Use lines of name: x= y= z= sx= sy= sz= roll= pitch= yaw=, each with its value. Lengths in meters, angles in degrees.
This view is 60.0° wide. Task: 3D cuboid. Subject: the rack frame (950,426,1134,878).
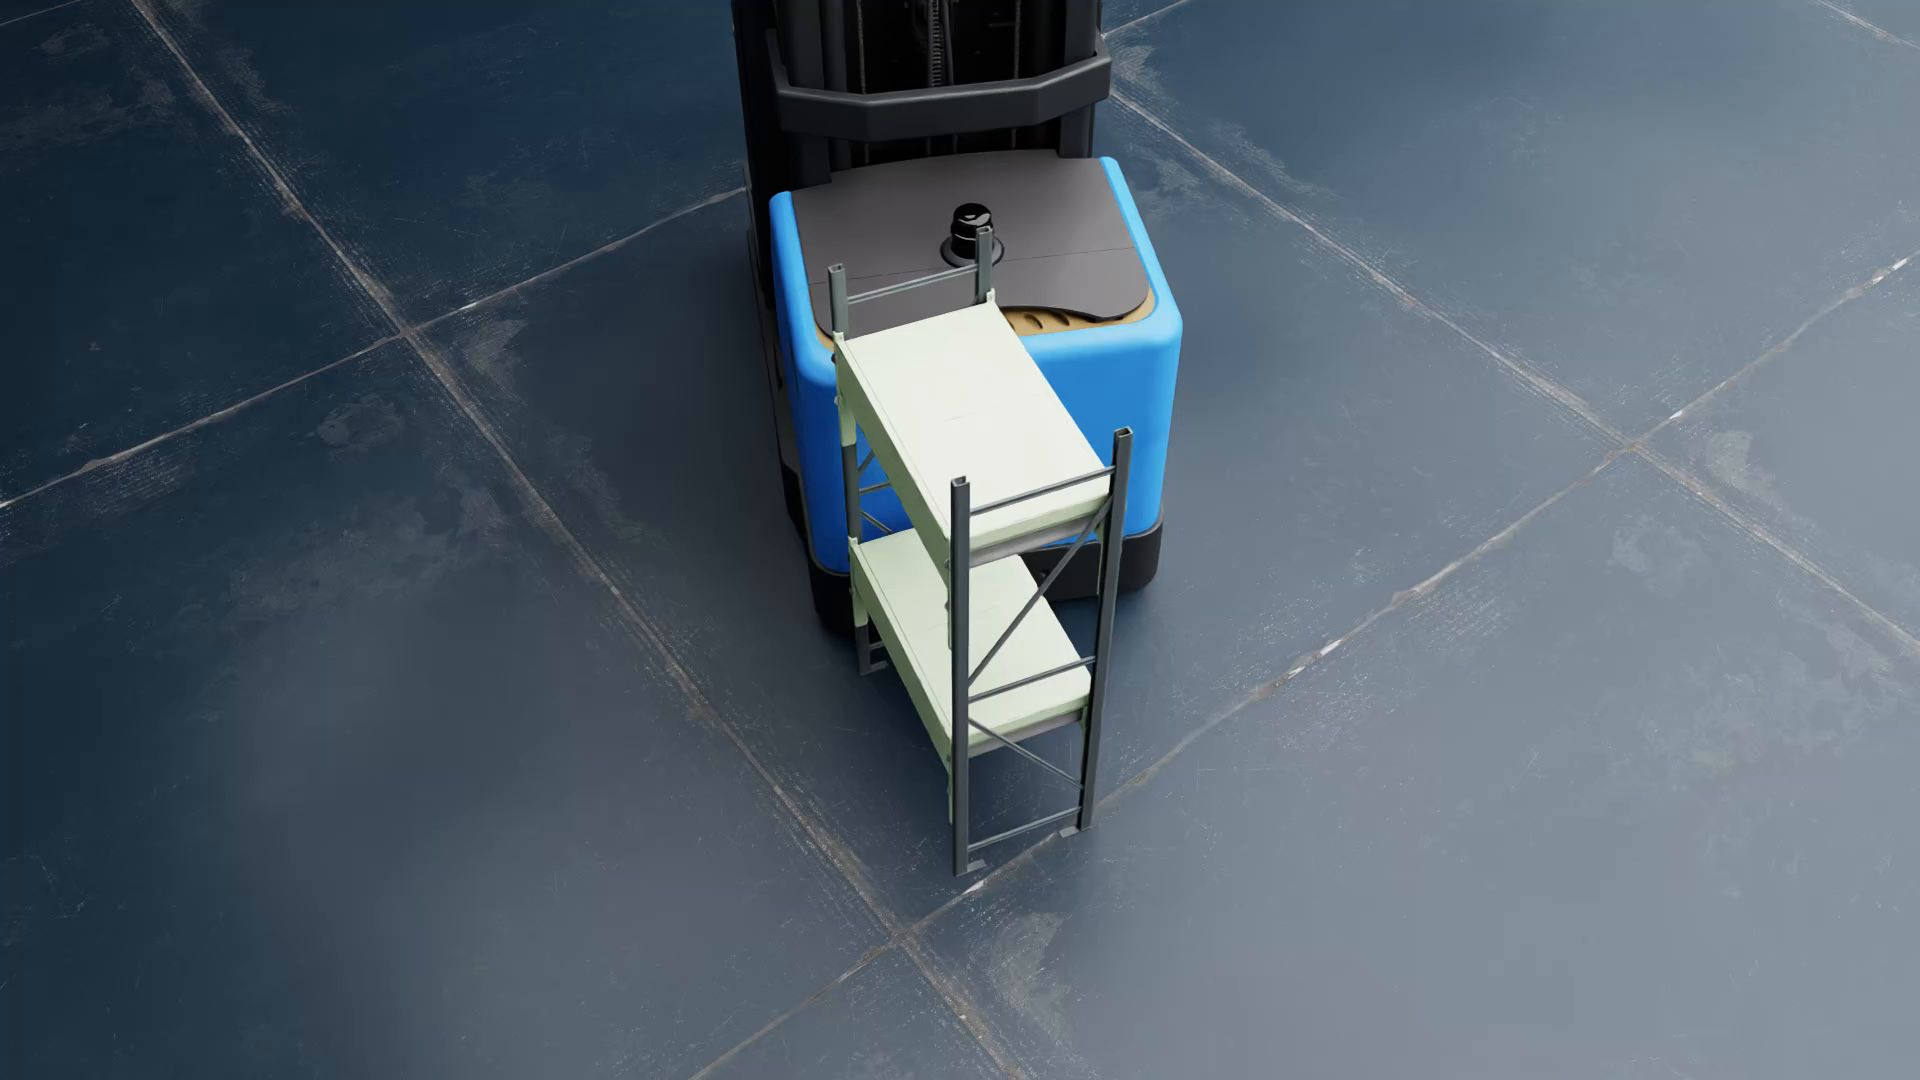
rack frame: x=0.169 y=0.333 z=3.936 sx=0.400 sy=1.500 sz=0.023 roll=-17 pitch=50 yaw=-15

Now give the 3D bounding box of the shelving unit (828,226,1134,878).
shelving unit: x=0.028 y=0.083 z=4.163 sx=0.431 sy=1.500 sz=0.755 roll=-17 pitch=50 yaw=-15

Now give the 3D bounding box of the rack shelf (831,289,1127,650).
rack shelf: x=0.028 y=-0.180 z=3.874 sx=0.431 sy=0.370 sz=0.720 roll=-17 pitch=50 yaw=-15

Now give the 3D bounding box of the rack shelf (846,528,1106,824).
rack shelf: x=0.028 y=0.302 z=4.404 sx=0.431 sy=0.370 sz=0.720 roll=-17 pitch=50 yaw=-15

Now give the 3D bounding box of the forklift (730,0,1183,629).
forklift: x=-0.167 y=-1.832 z=4.932 sx=1.130 sy=2.935 sz=3.031 roll=-8 pitch=48 yaw=-7

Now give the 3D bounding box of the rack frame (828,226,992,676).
rack frame: x=-0.113 y=-0.168 z=4.390 sx=0.400 sy=1.500 sz=0.023 roll=-17 pitch=50 yaw=-15
